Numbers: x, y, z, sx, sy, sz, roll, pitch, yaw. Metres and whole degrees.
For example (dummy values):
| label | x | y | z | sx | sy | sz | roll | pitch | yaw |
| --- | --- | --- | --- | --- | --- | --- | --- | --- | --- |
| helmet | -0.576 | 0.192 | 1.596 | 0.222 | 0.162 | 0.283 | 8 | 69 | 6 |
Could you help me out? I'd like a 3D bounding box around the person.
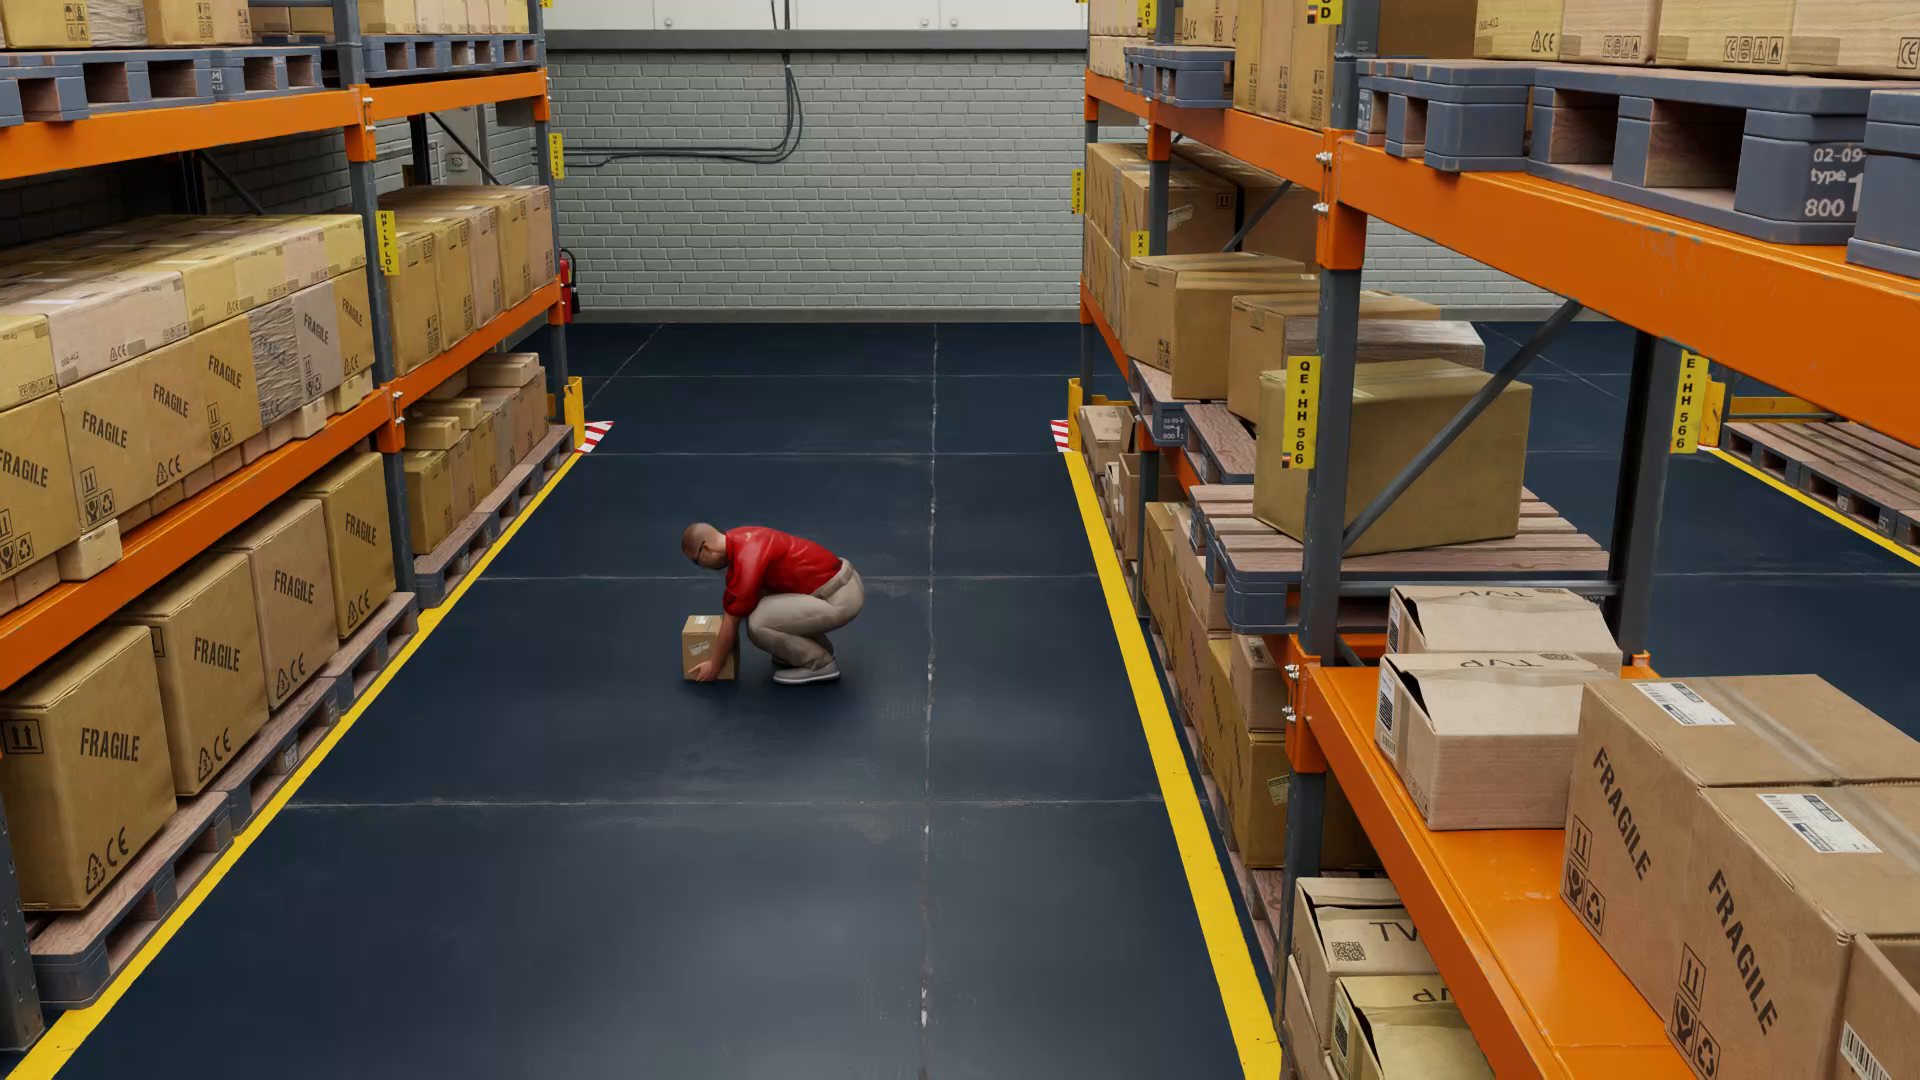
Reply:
| label | x | y | z | sx | sy | sz | roll | pitch | yaw |
| --- | --- | --- | --- | --- | --- | --- | --- | --- | --- |
| person | -0.918 | 0.328 | 8.267 | 0.881 | 0.812 | 0.540 | 0 | 17 | -1 |
